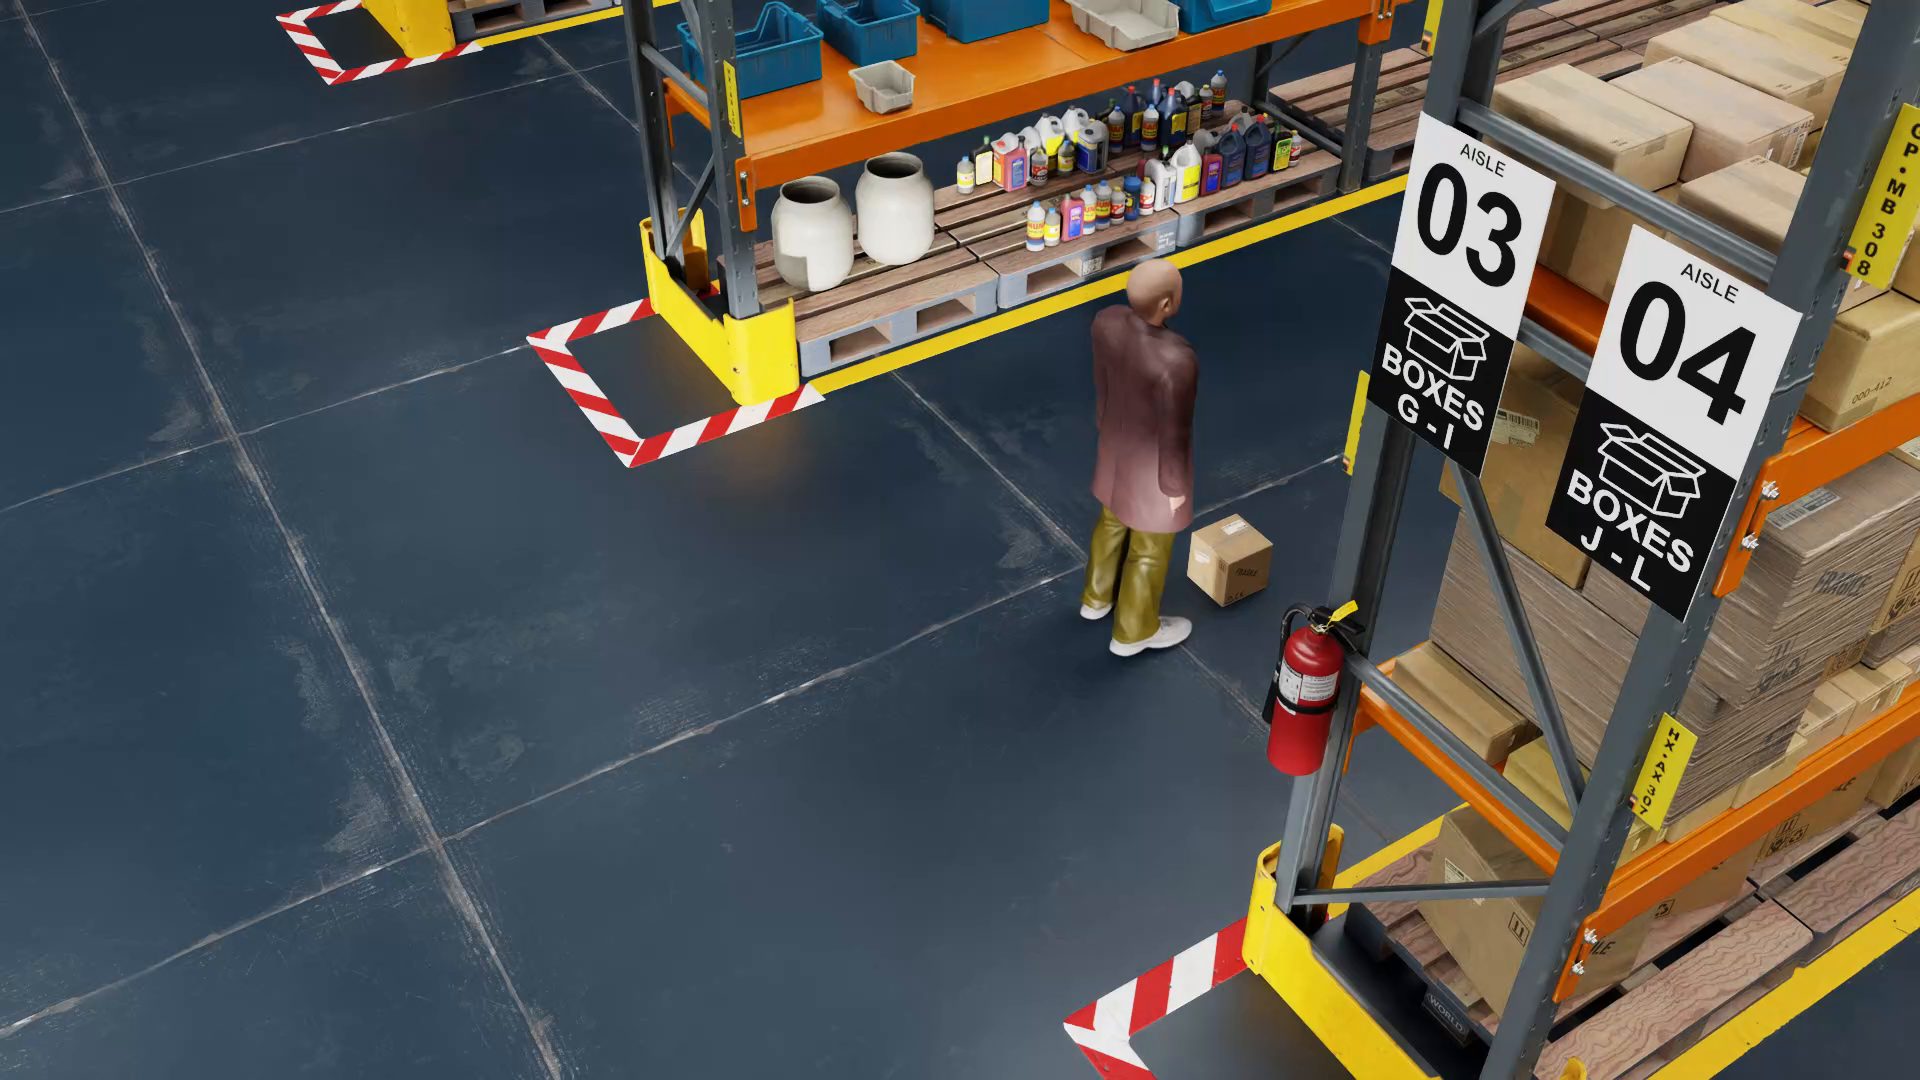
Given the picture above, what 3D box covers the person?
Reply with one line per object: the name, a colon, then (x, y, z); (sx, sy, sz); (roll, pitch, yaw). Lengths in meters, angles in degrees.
person: (0.738, -0.335, 6.545); (0.398, 1.783, 0.578); (-22, 45, -24)
